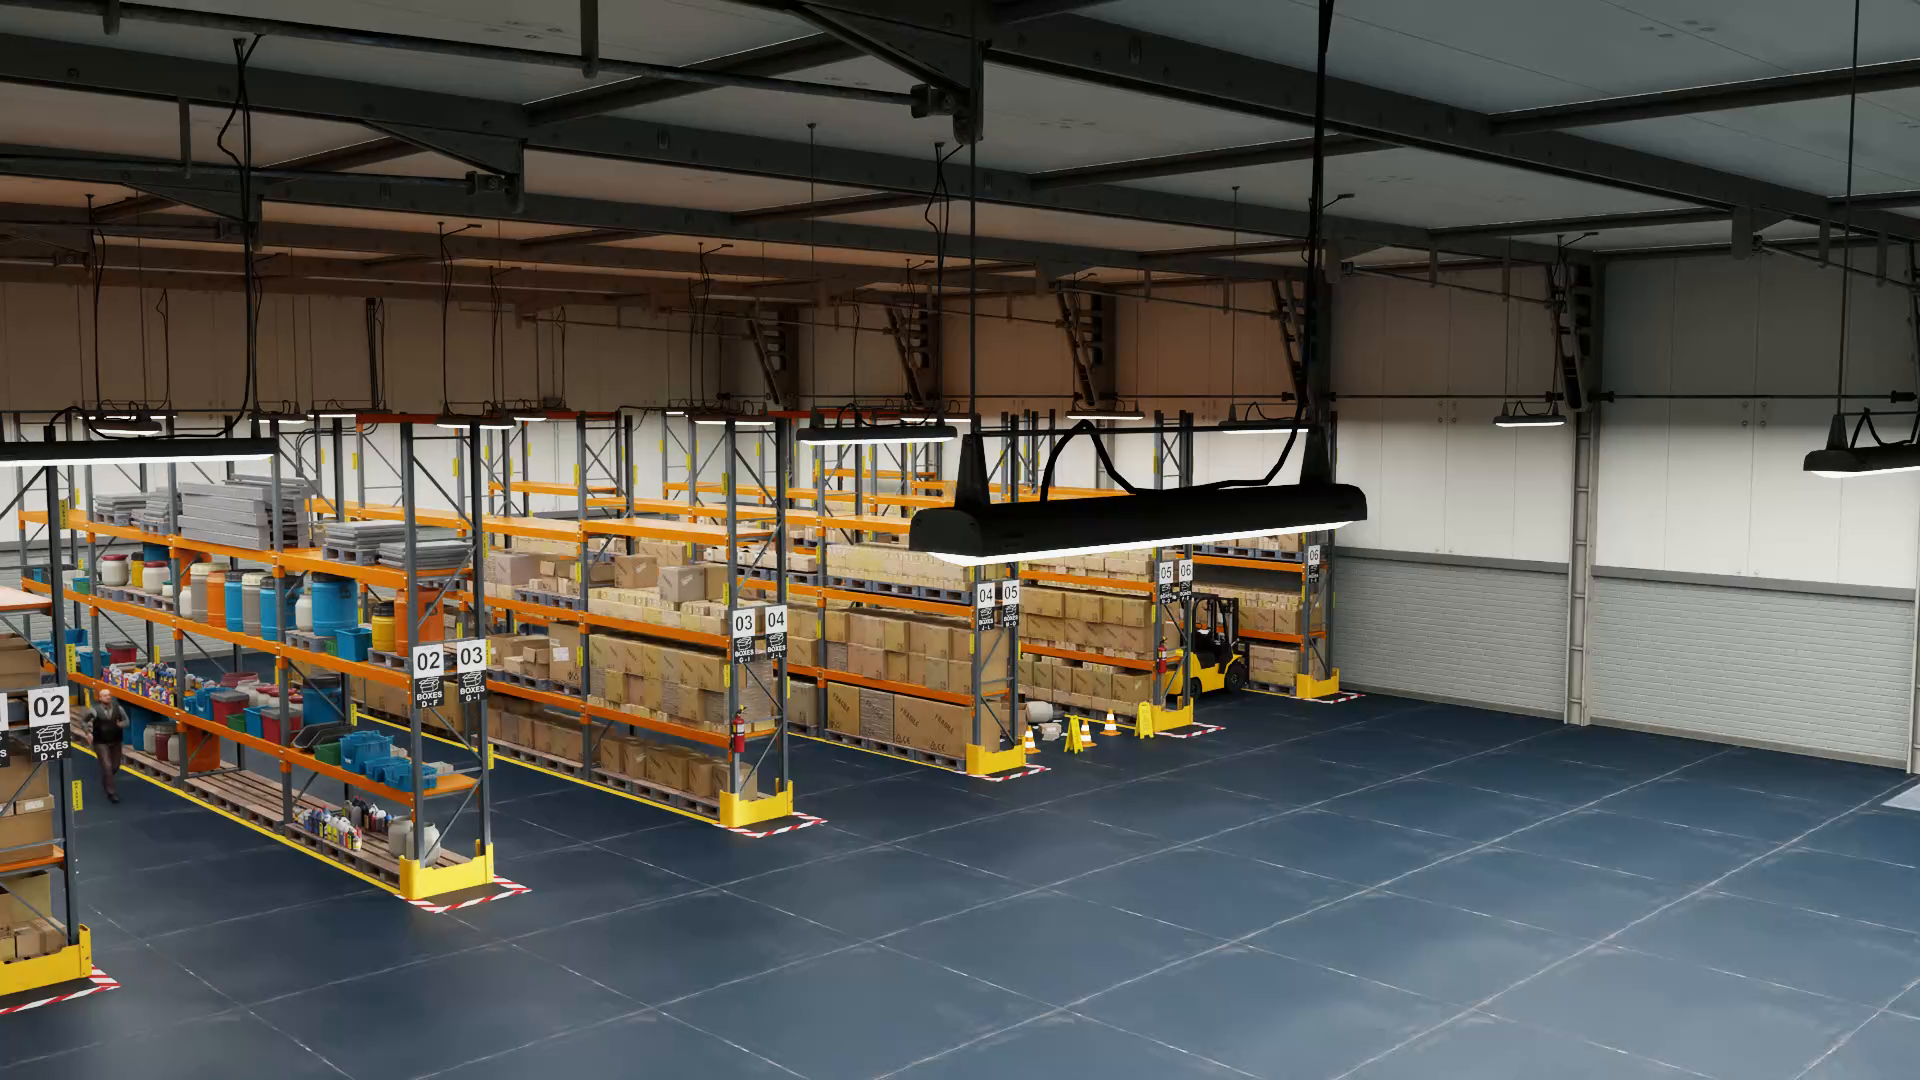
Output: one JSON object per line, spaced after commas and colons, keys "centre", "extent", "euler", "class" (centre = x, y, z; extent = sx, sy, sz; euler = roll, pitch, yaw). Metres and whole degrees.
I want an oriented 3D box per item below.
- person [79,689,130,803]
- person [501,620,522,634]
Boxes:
{"centre": [-13.346, 3.189, 26.044], "extent": [0.970, 1.705, 0.656], "euler": [5, 7, 43], "class": "person"}
{"centre": [-10.988, 1.920, 40.915], "extent": [0.668, 1.730, 0.545], "euler": [4, 6, 39], "class": "person"}
